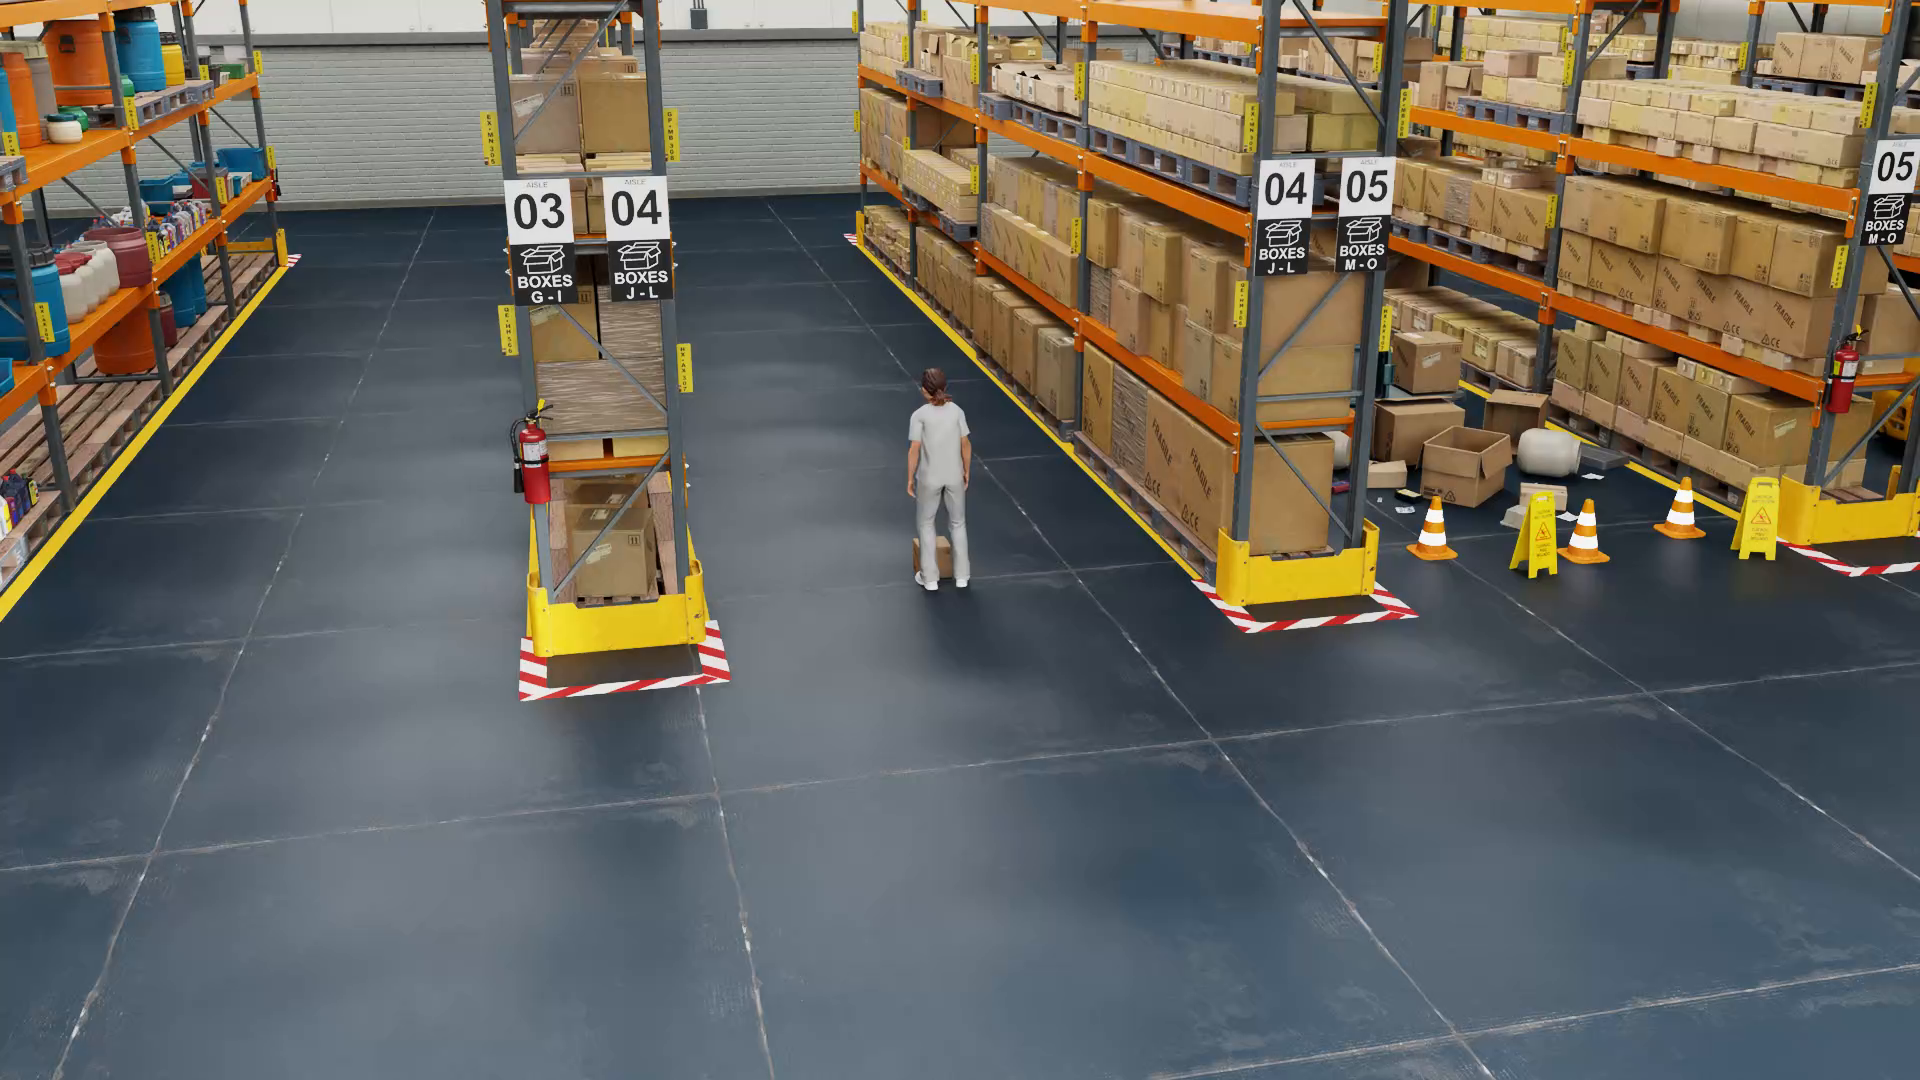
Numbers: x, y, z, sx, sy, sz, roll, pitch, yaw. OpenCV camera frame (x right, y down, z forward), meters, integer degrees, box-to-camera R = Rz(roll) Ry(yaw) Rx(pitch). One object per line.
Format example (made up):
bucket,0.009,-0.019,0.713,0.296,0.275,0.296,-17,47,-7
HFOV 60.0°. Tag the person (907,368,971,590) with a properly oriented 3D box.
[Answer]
person,-0.149,-0.450,12.333,0.513,1.671,0.361,-6,21,-16
